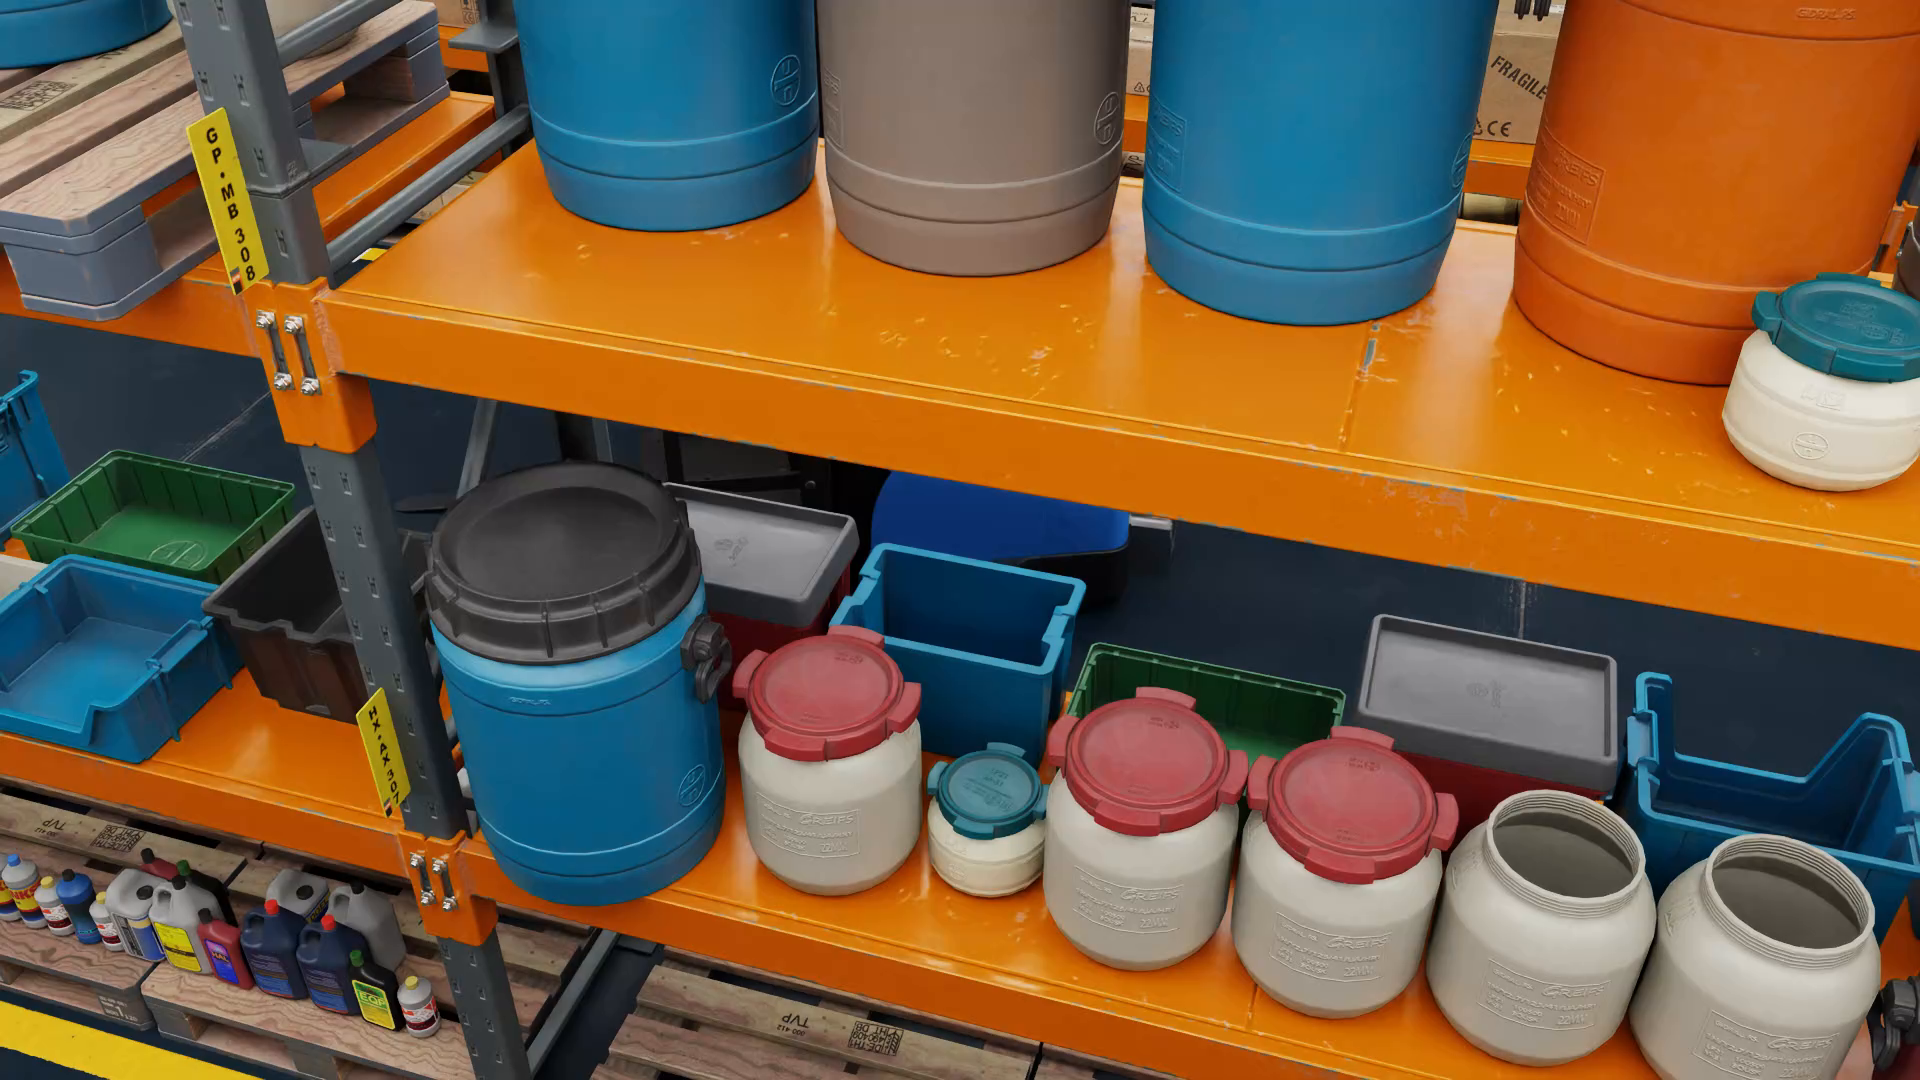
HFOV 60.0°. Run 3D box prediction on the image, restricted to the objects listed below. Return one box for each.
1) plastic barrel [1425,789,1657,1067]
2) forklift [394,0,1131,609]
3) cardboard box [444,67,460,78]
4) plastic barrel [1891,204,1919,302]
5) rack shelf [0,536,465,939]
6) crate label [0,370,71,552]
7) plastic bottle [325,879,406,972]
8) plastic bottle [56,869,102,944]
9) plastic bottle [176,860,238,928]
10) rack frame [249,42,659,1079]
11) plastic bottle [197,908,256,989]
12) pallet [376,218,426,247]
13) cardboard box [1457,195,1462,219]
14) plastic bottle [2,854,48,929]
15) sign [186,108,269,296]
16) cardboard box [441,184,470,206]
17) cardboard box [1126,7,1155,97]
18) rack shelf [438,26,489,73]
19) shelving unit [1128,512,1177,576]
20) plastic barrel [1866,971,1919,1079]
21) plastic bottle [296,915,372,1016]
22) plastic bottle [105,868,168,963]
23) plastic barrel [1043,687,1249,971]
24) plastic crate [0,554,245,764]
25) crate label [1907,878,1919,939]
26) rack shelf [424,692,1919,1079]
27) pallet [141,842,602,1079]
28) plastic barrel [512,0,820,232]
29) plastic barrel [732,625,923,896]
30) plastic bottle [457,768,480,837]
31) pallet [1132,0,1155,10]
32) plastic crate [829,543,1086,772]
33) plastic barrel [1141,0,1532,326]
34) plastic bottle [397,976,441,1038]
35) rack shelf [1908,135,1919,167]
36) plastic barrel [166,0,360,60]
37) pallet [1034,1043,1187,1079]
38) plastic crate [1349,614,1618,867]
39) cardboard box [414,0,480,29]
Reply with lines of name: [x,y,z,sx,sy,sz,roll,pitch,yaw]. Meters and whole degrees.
plastic barrel: [1.223,0.820,3.511,0.421,0.512,0.421,0,36,0]
forklift: [-0.864,-1.081,6.247,3.031,2.935,1.130,-4,37,-6]
cardboard box: [-2.884,-2.653,9.657,0.500,0.500,0.500,10,38,14]
plastic barrel: [1.951,-0.677,2.687,0.600,0.901,0.600,0,36,0]
rack shelf: [-3.056,0.230,5.014,4.000,0.370,1.077,10,38,14]
crate label: [-3.128,-0.256,5.037,0.616,0.435,0.502,10,38,14]
plastic bottle: [-1.805,1.151,5.020,0.185,0.351,0.144,10,38,14]
plastic bottle: [-2.712,1.119,5.130,0.097,0.271,0.097,0,36,0]
plastic bottle: [-2.333,1.106,5.137,0.133,0.283,0.061,10,38,14]
rack frame: [-1.147,0.293,4.321,0.127,3.000,1.000,10,38,14]
plastic bottle: [-2.199,1.220,4.982,0.133,0.283,0.061,13,38,17]
pallet: [-2.742,-1.981,9.763,1.213,0.211,1.003,10,38,14]
cardboard box: [2.258,-1.618,8.410,0.500,0.311,0.500,10,38,13]
plastic bottle: [-2.905,1.083,5.178,0.097,0.271,0.097,0,36,0]
sign: [-1.322,-0.609,3.009,0.005,0.325,0.100,10,38,14]
cardboard box: [-2.561,-1.970,9.362,0.500,0.250,0.500,10,38,14]
cardboard box: [0.816,-2.386,8.088,0.500,0.250,0.500,13,38,17]
rack shelf: [-1.576,-2.572,8.821,4.000,0.370,1.077,10,38,14]
shelving unit: [0.806,-0.294,6.889,0.210,0.900,0.258,7,37,10]
plastic barrel: [2.137,1.035,3.198,0.708,0.536,0.600,10,38,14]
plastic bottle: [-1.848,1.232,4.909,0.185,0.351,0.144,10,37,13]
plastic bottle: [-2.493,1.140,5.097,0.135,0.276,0.152,11,38,15]
plastic barrel: [0.401,0.662,3.706,0.433,0.535,0.433,0,36,0]
plastic crate: [-2.285,0.311,4.422,0.616,0.251,0.499,10,38,14]
crate label: [2.380,0.781,3.799,0.416,0.233,0.303,10,38,14]
rack shelf: [0.762,0.937,4.054,4.000,0.370,1.077,10,38,14]
pallet: [-1.776,1.274,5.341,1.213,0.211,1.003,10,38,14]
plastic barrel: [-0.597,-1.149,3.328,0.708,0.901,0.600,10,38,14]
plastic barrel: [-0.300,0.532,3.882,0.433,0.535,0.433,0,36,0]
plastic bottle: [-1.638,0.867,5.468,0.135,0.276,0.152,12,38,16]
pallet: [1.155,-4.288,12.897,1.213,0.211,1.003,10,38,14]
plastic crate: [-0.002,0.319,4.300,0.575,0.384,0.392,10,38,14]
plastic barrel: [0.651,-0.918,3.014,0.708,0.901,0.600,10,38,14]
plastic bottle: [-1.587,1.355,4.867,0.097,0.201,0.097,0,36,0]
rack shelf: [6.060,-1.158,6.900,4.000,0.370,1.077,10,38,14]
plastic barrel: [-1.500,-1.316,3.528,0.421,0.512,0.421,0,36,0]
pallet: [0.782,1.748,4.697,1.213,0.211,1.003,10,38,14]
plastic crate: [1.219,0.516,3.965,0.583,0.464,0.402,10,38,14]
cardboard box: [-2.540,-3.076,8.814,0.500,0.500,0.700,11,38,15]
